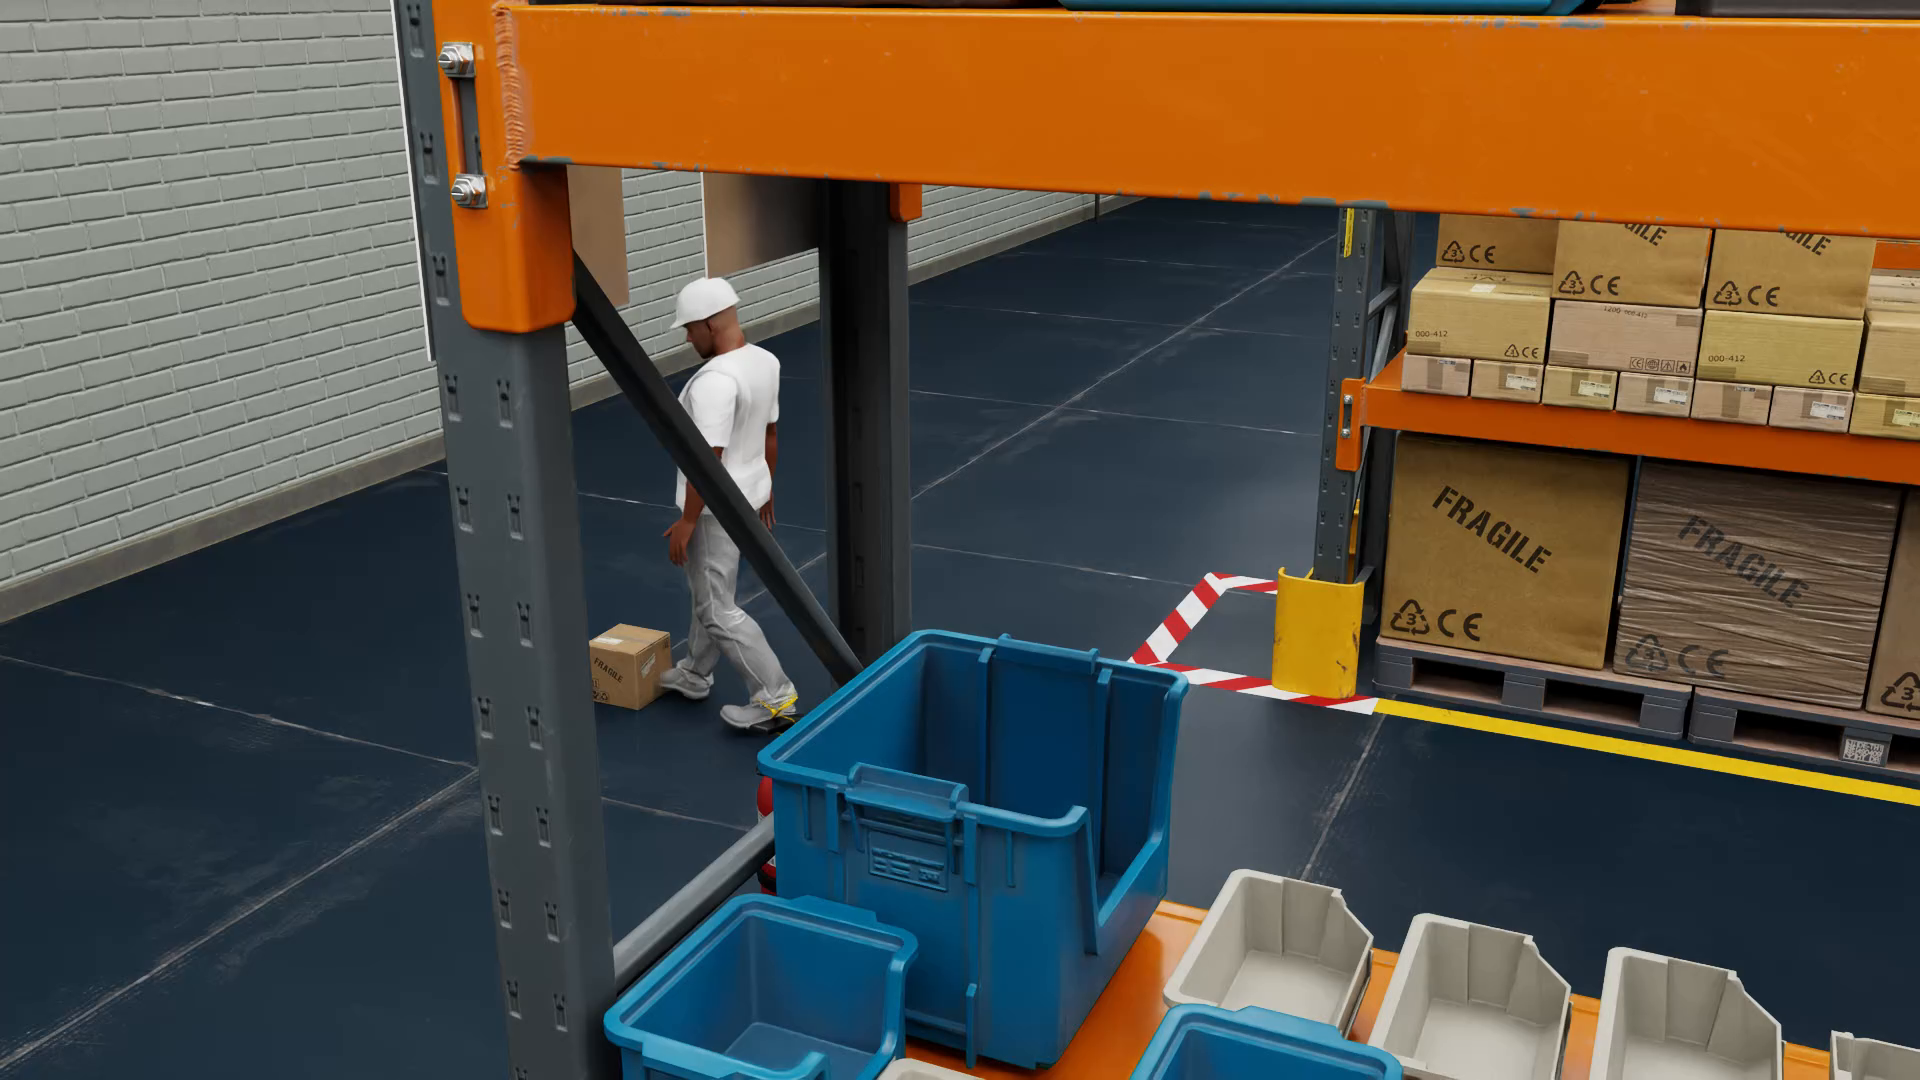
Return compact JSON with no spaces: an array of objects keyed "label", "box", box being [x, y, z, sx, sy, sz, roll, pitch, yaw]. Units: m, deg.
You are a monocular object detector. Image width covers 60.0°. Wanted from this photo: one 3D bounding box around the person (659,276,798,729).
[{"label":"person","box":[-0.978,-0.139,6.407,0.772,1.752,0.617,5,20,15]}]
